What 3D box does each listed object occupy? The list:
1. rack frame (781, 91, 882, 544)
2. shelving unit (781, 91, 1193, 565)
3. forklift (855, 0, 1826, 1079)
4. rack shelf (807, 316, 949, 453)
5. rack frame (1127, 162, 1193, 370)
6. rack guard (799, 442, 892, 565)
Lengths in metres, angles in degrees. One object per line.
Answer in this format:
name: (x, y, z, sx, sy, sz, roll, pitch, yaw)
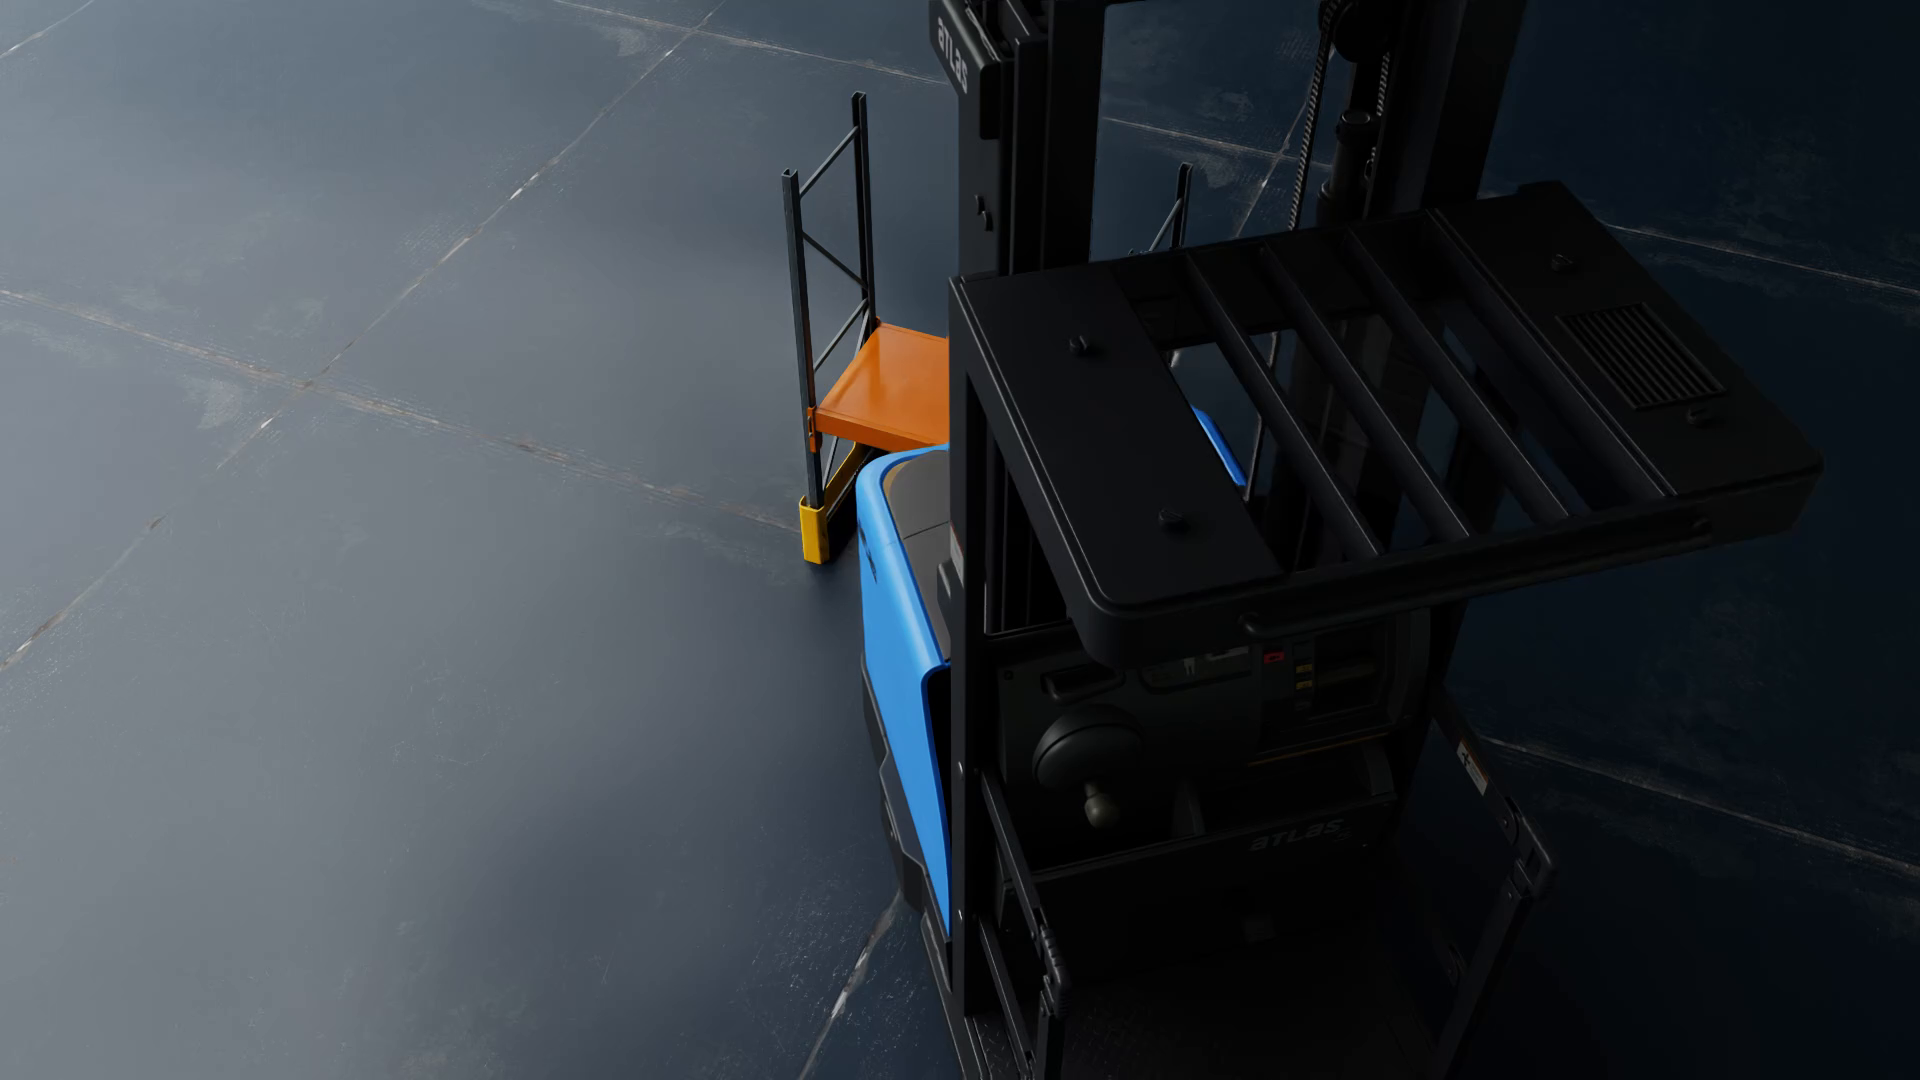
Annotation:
rack frame: (-0.390, -0.647, 5.336, 0.032, 1.500, 0.500, 16, 47, 16)
shelving unit: (0.070, -0.511, 5.200, 1.083, 1.500, 0.587, 16, 47, 16)
forklift: (0.584, 0.418, 3.251, 1.130, 2.935, 3.031, -11, 46, -11)
rack shelf: (0.079, -0.381, 5.325, 1.000, 0.185, 0.538, 16, 47, 16)
rack frame: (0.548, -0.370, 5.059, 0.032, 1.500, 0.500, 16, 47, 16)
rack guard: (-0.389, -0.203, 5.777, 0.087, 0.250, 0.587, 16, 47, 16)
